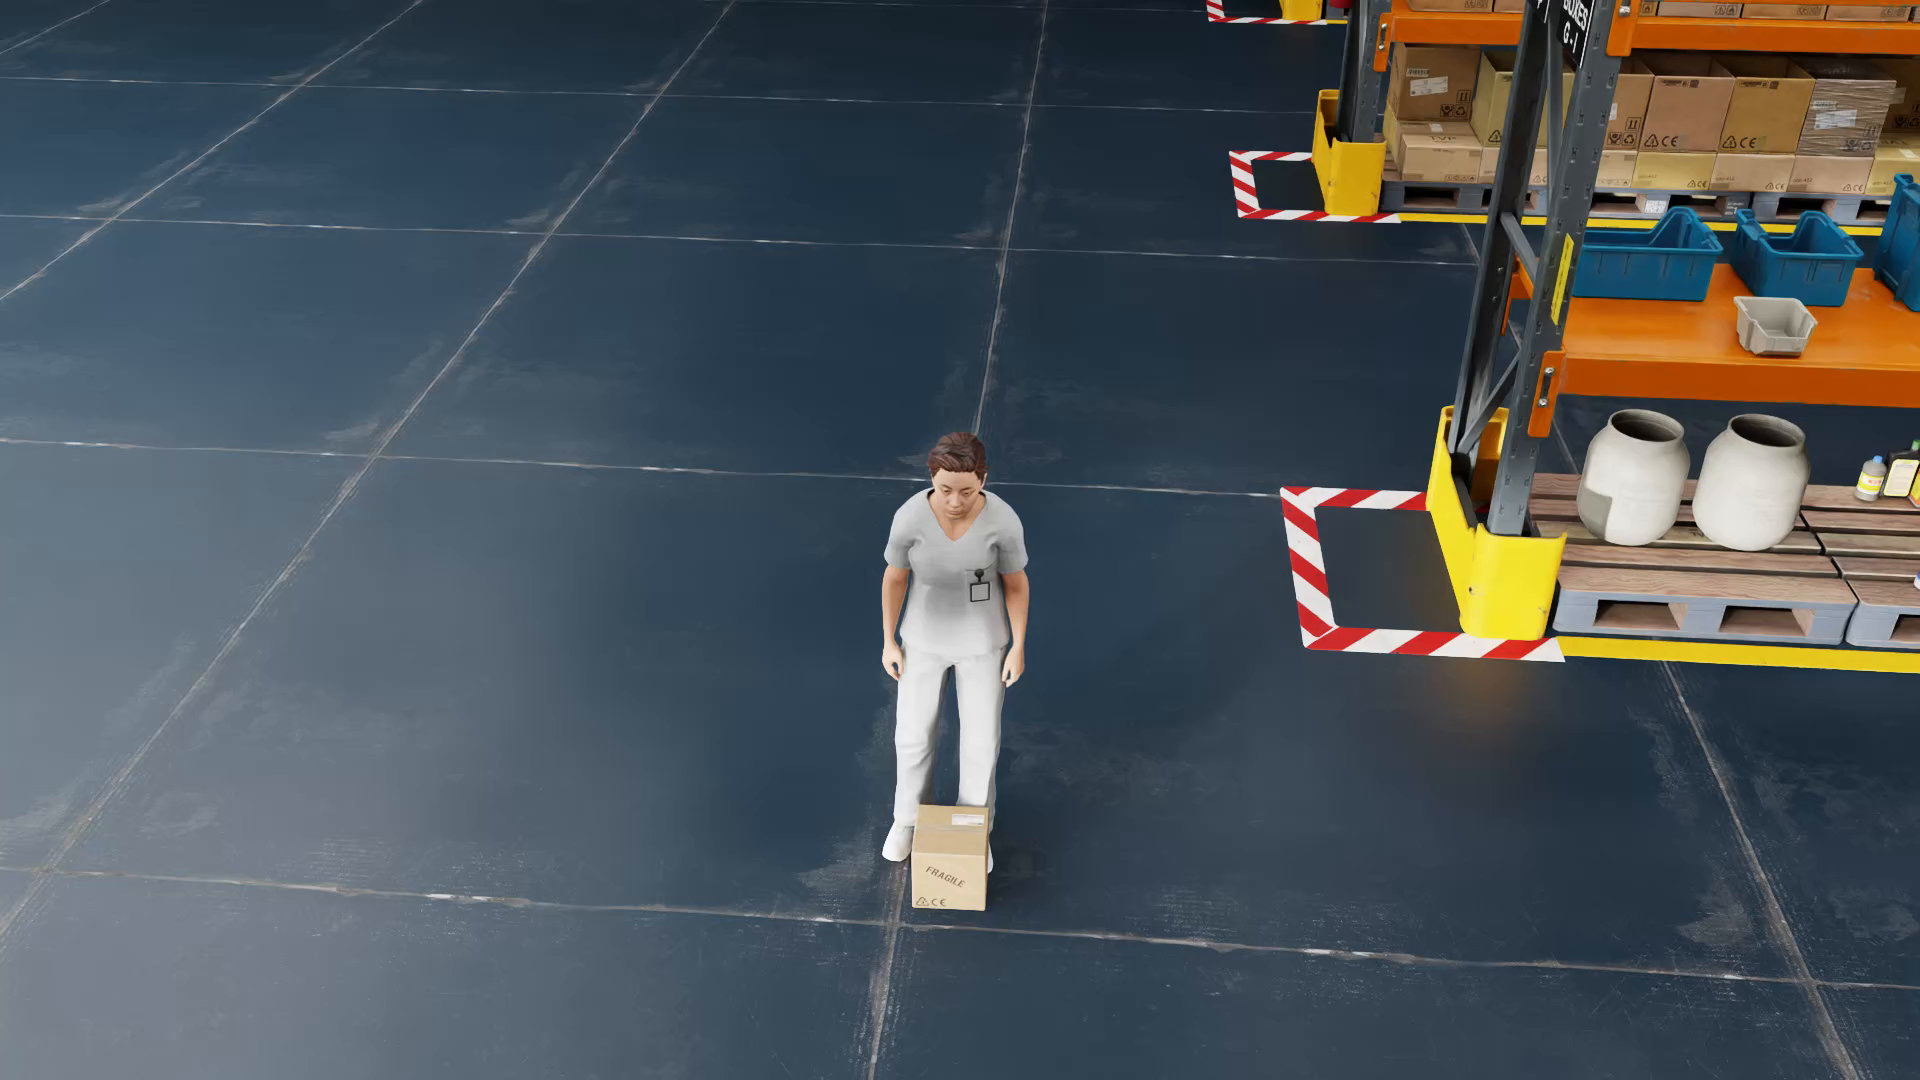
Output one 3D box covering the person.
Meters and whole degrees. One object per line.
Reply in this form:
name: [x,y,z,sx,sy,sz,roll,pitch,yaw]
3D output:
person: [-0.022,0.373,5.542,0.492,1.673,0.404,2,32,4]
